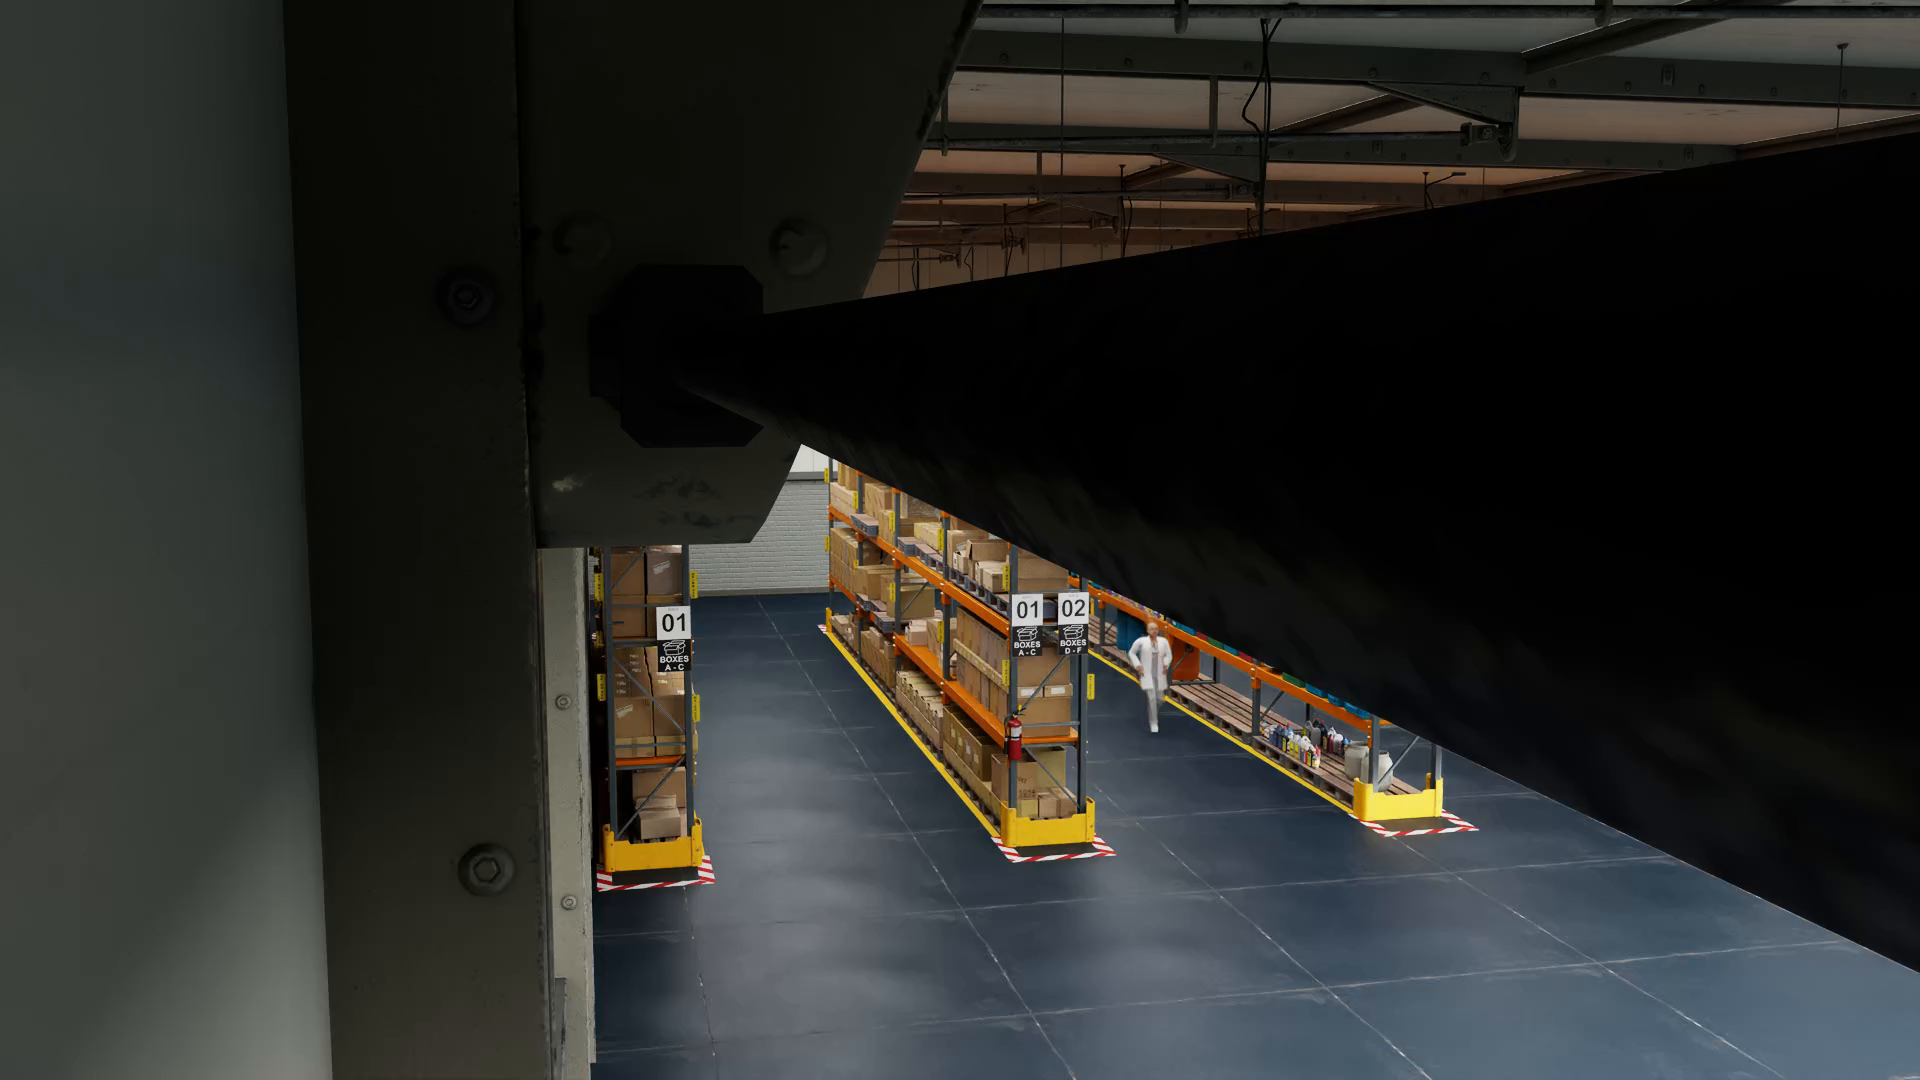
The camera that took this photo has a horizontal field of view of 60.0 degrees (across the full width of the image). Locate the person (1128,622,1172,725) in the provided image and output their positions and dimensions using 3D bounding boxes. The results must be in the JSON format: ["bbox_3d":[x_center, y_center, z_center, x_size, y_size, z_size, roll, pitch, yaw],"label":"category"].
[{"bbox_3d":[3.124,2.172,27.219,0.720,1.675,0.670,-1,7,-8],"label":"person"}]
